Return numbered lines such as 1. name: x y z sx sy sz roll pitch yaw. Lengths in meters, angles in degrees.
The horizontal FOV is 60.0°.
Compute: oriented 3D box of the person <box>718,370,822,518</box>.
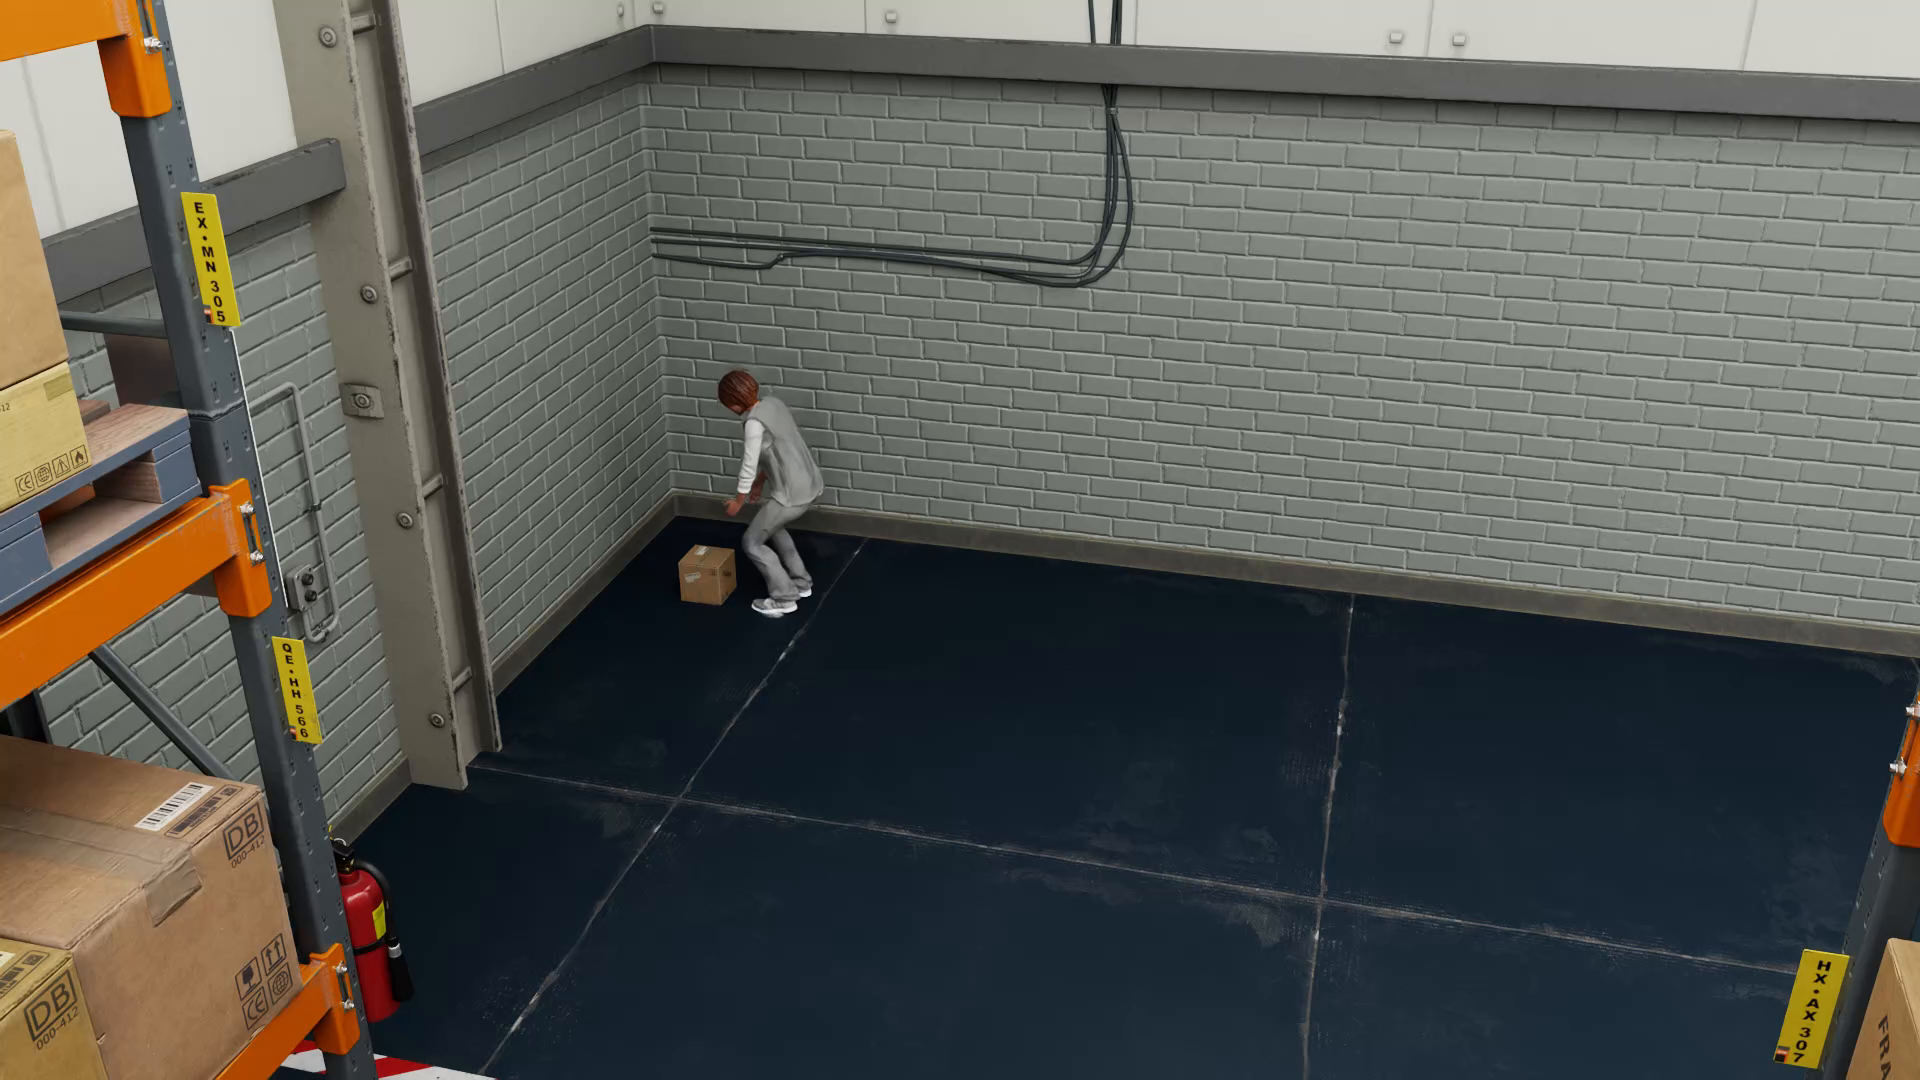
1. person: -1.067 -0.515 9.255 0.546 0.828 0.456 7 26 14
